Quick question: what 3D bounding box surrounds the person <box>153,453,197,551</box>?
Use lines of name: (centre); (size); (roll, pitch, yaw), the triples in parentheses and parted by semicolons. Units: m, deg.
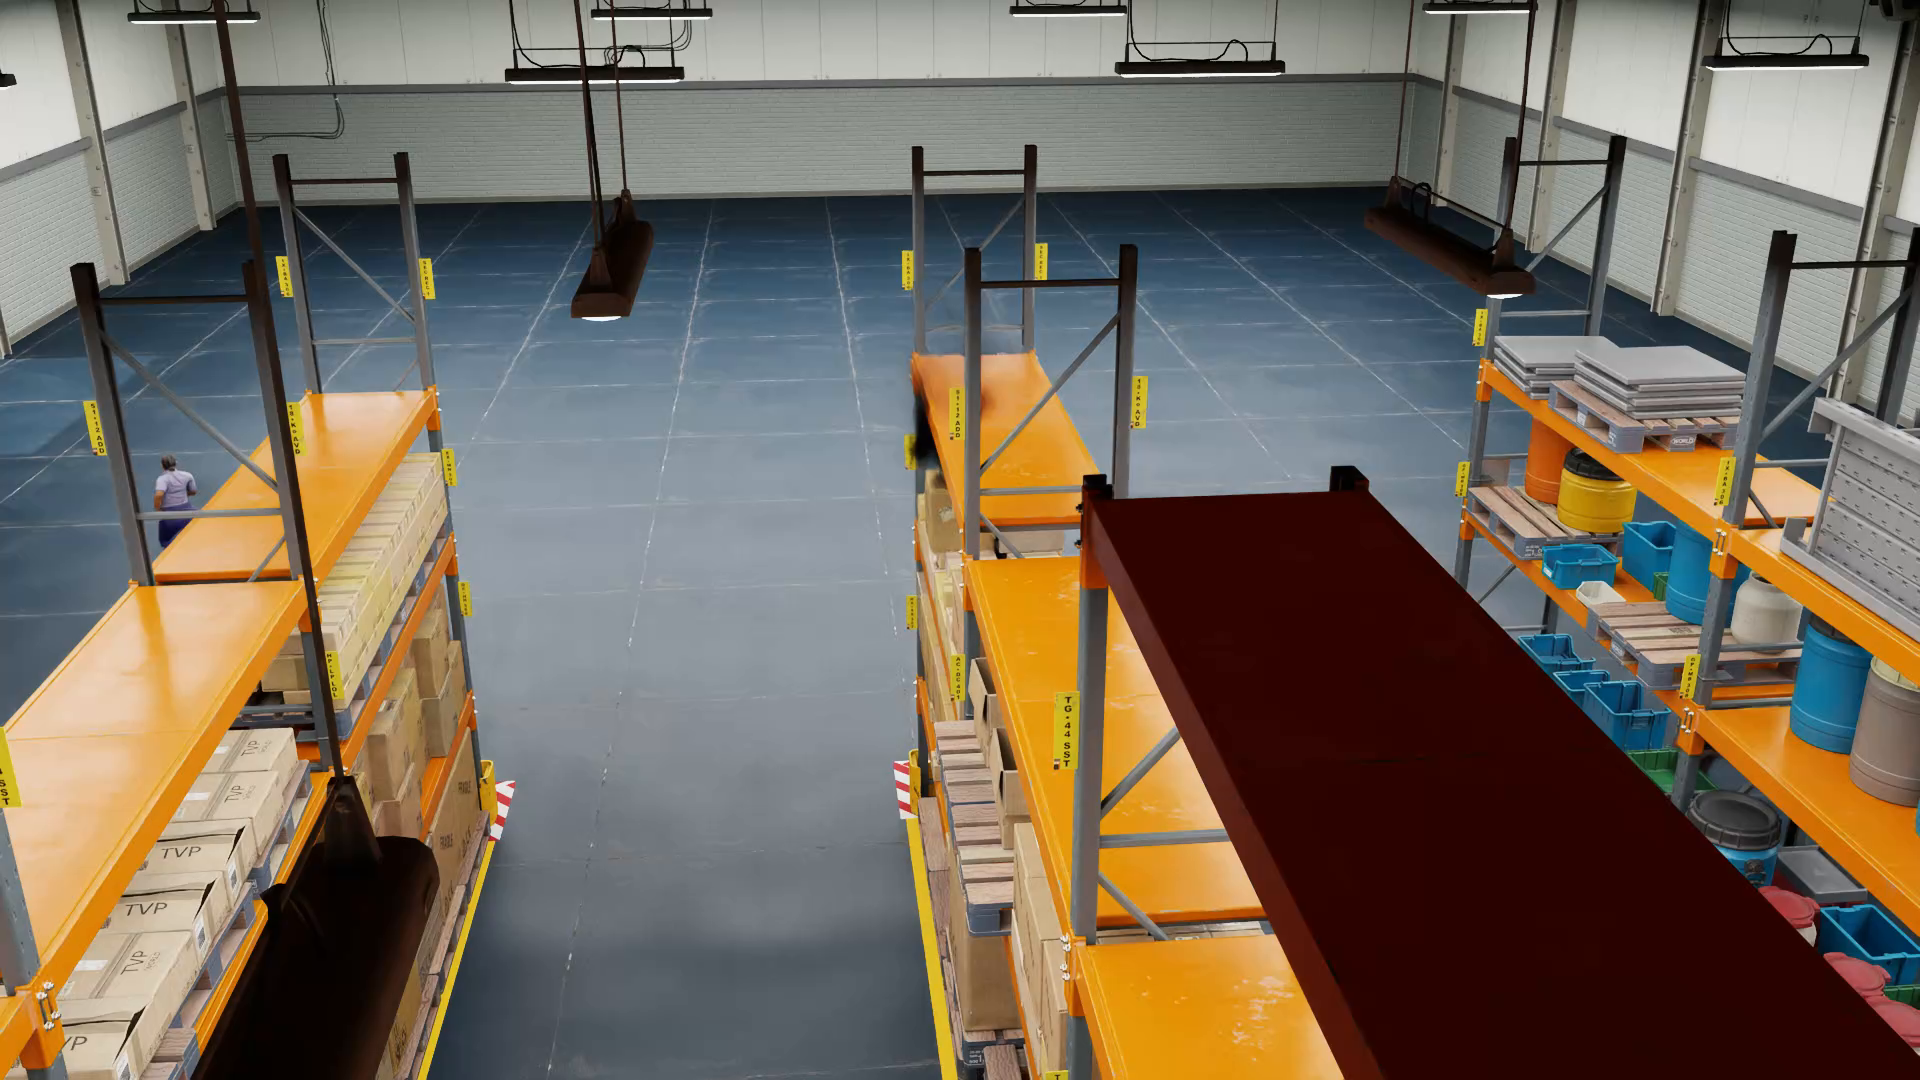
person: (-9.369, -0.209, 19.971); (0.873, 1.691, 0.610); (19, 28, 39)

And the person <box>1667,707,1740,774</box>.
person: (6.564, 1.785, 14.836); (0.673, 1.681, 0.569); (-5, 22, -14)
